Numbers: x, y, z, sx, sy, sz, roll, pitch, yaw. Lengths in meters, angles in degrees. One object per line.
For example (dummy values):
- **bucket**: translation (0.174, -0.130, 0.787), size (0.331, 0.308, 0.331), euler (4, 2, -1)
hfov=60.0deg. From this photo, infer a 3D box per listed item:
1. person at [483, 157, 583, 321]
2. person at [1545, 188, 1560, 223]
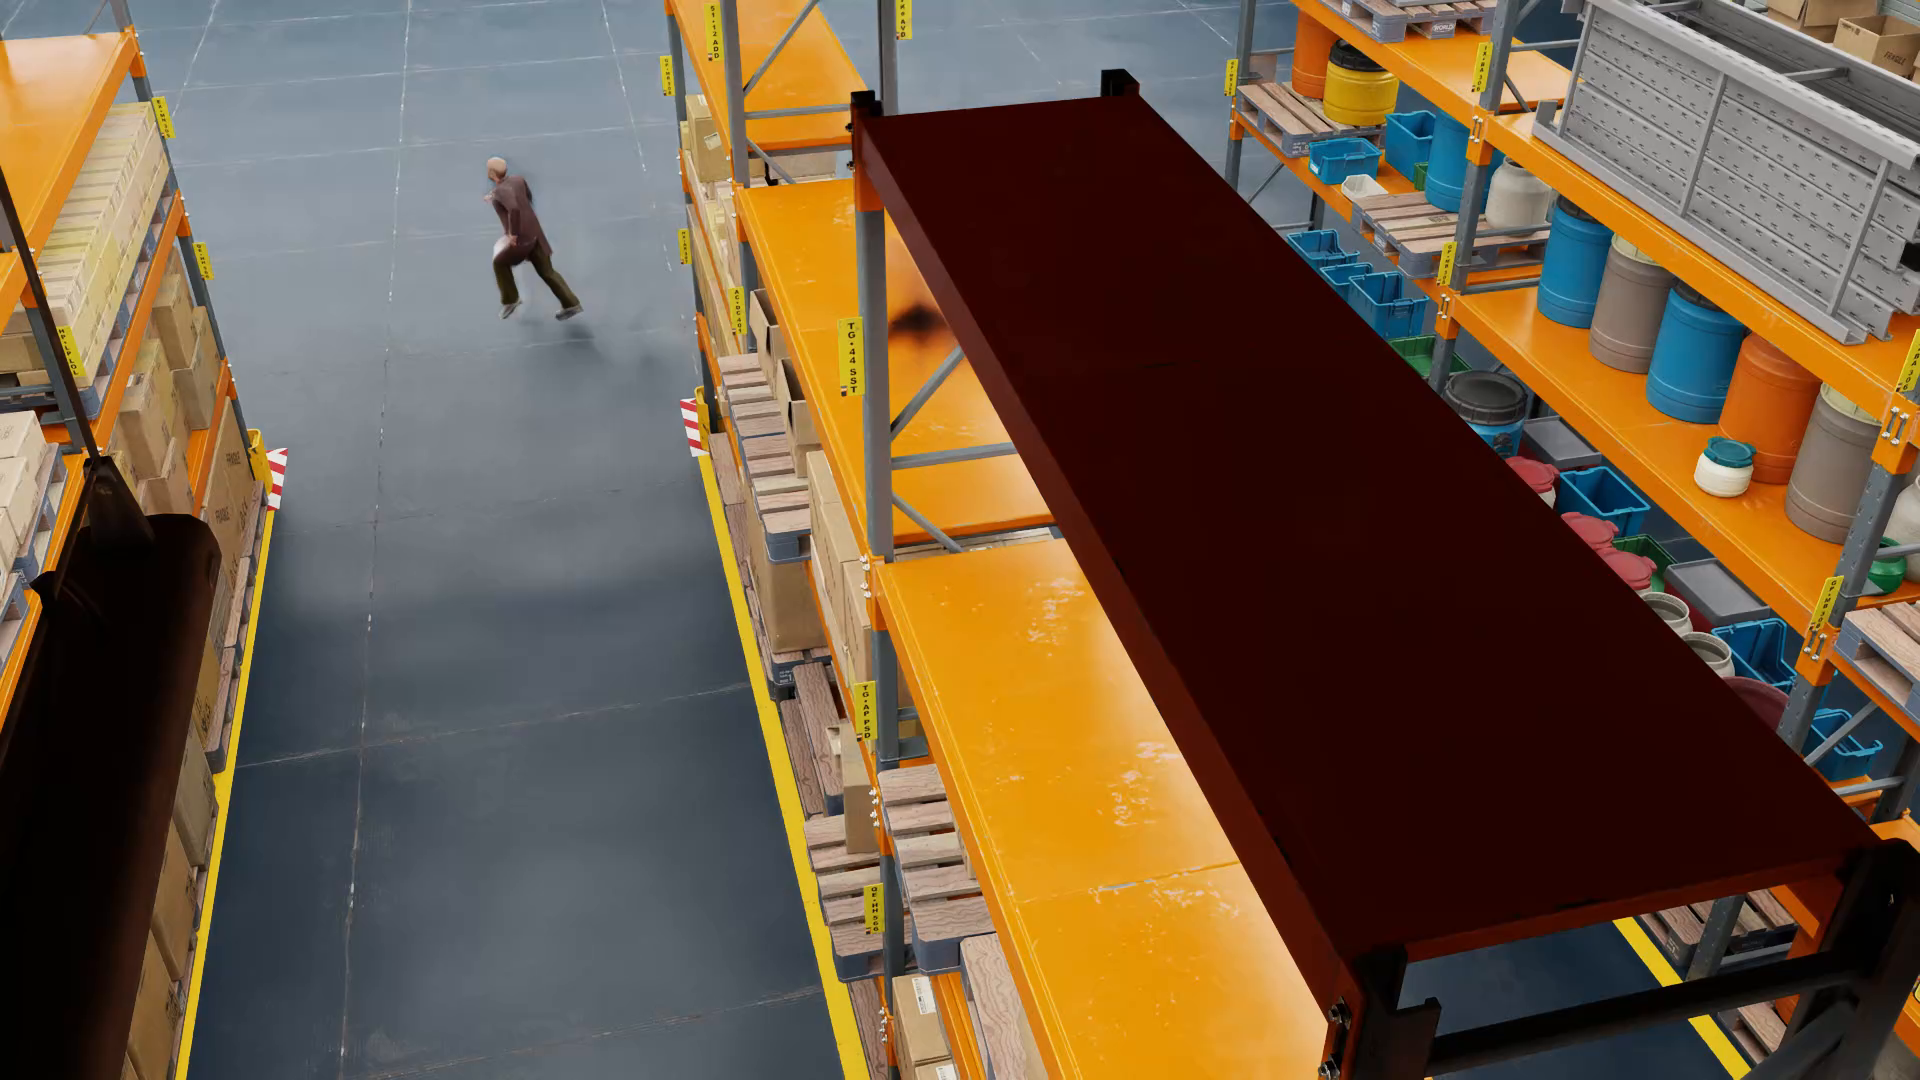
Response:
- **person**: translation (-4.377, -2.930, 17.004), size (1.044, 1.616, 0.699), euler (15, 37, 20)
- **person**: translation (6.775, -4.015, 18.484), size (0.724, 1.748, 0.613), euler (7, 35, 10)
